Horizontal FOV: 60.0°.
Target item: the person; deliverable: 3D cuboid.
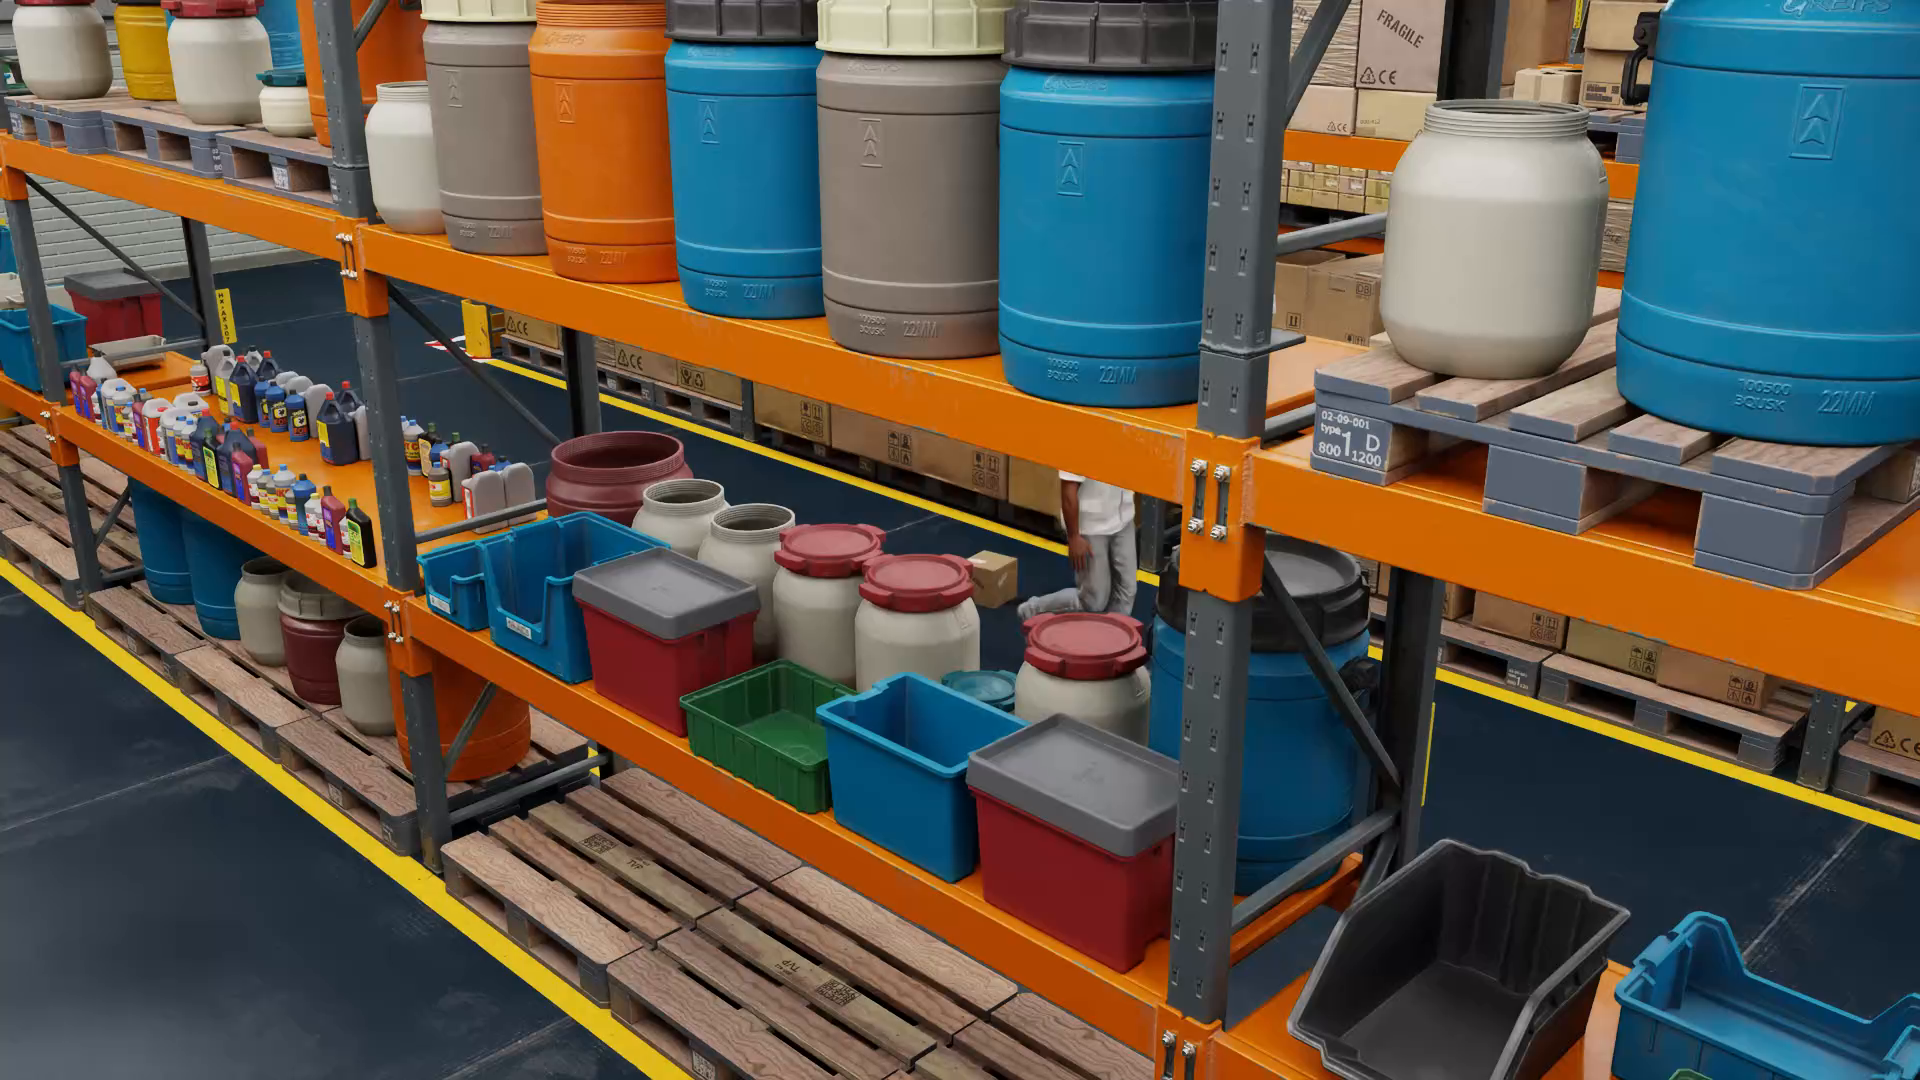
[{"bbox_3d":[0.684,-0.101,8.783,0.721,1.746,0.611,18,27,40],"label":"person"}]
